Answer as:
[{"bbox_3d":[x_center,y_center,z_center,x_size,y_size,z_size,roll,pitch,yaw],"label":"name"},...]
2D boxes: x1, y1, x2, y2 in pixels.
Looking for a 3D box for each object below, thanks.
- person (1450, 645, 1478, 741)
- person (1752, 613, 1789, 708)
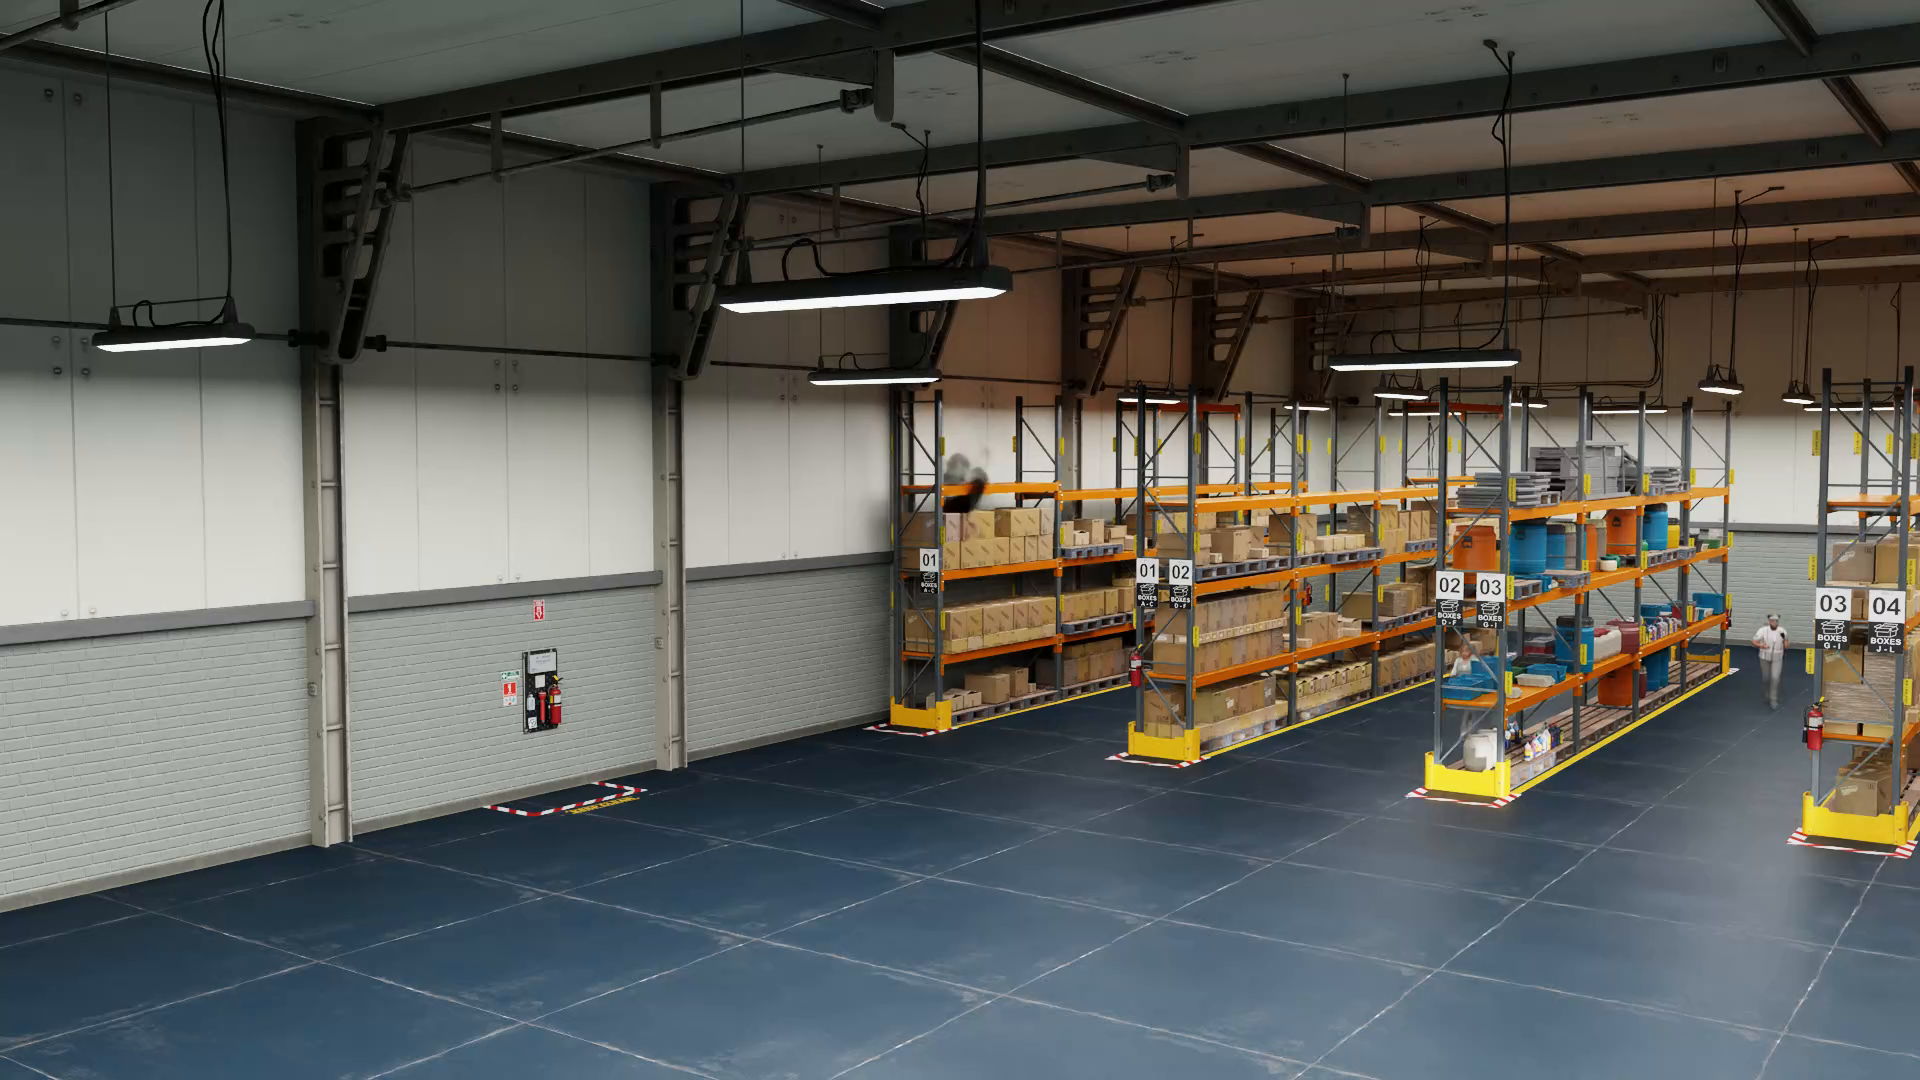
[{"bbox_3d":[8.699,2.593,28.563,0.538,1.602,0.873,2,4,33],"label":"person"},{"bbox_3d":[15.690,2.306,32.191,0.645,1.806,0.910,1,3,23],"label":"person"}]
